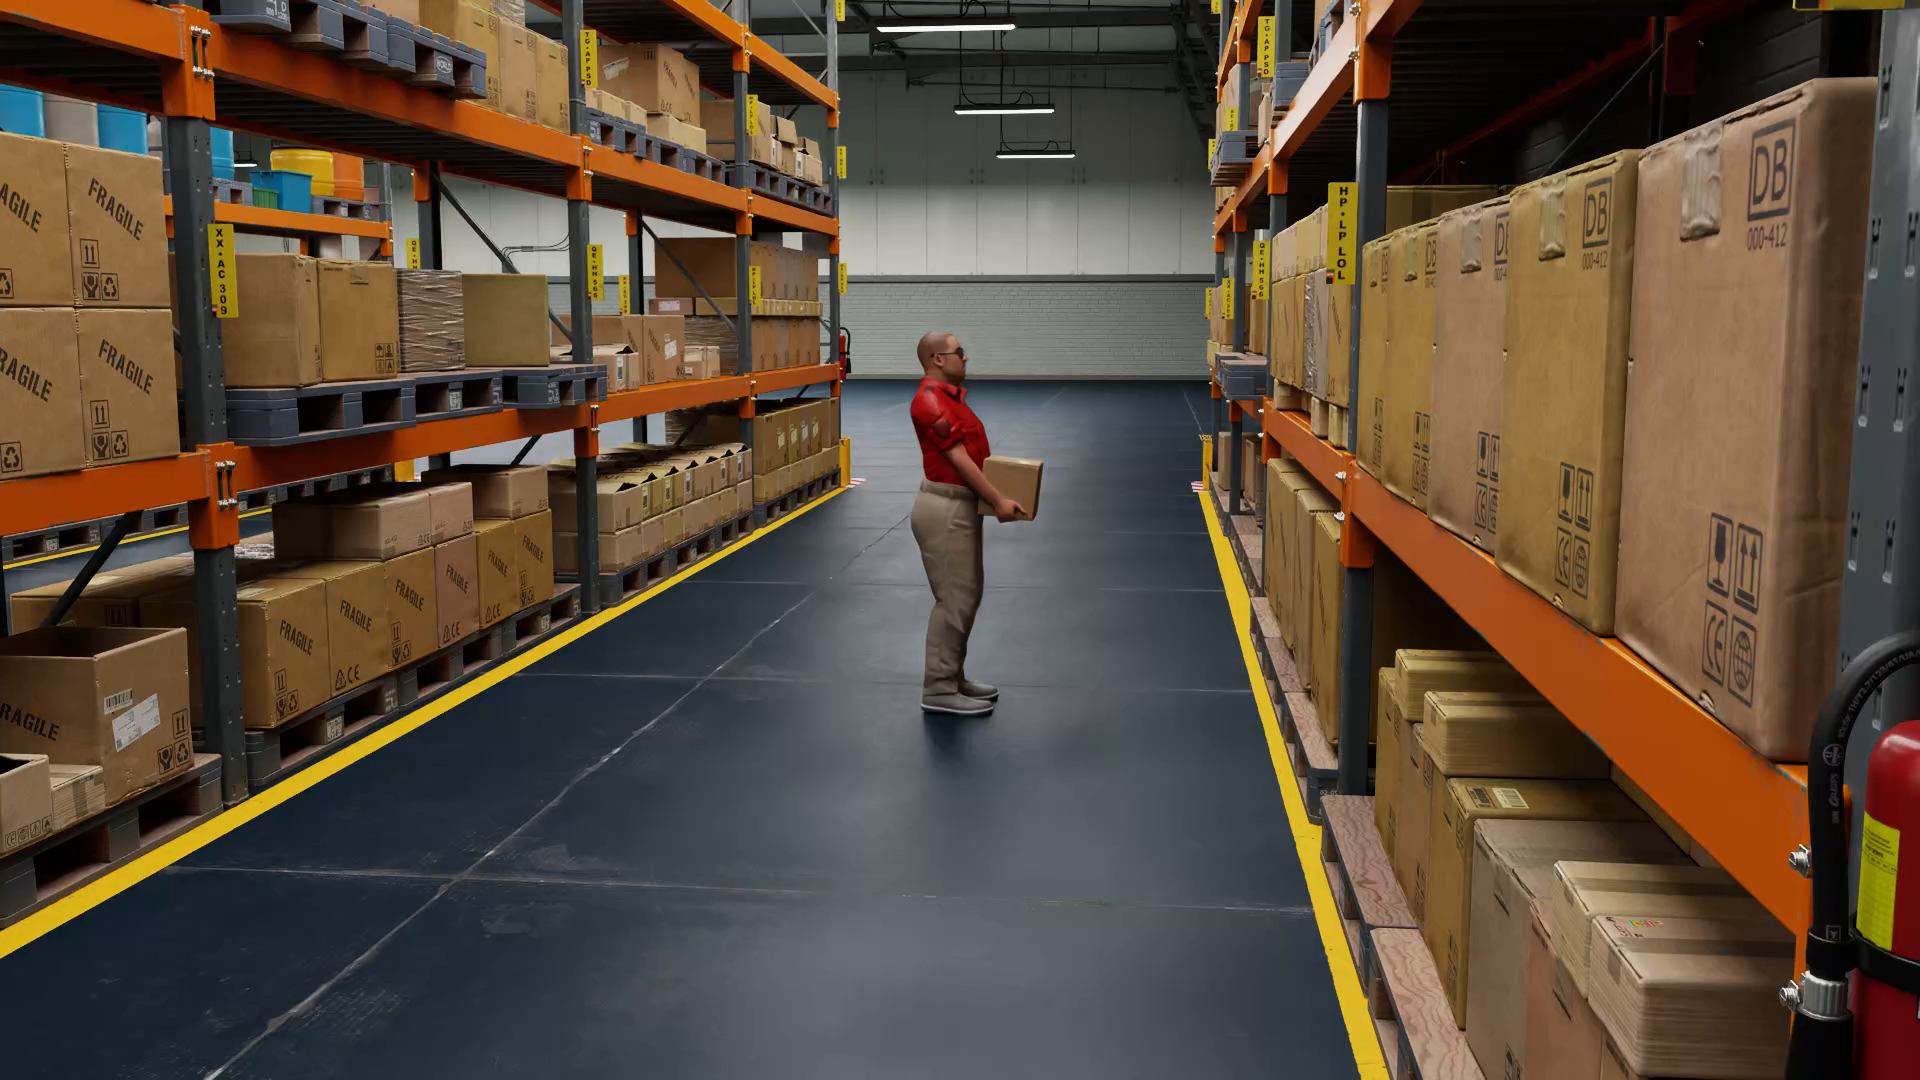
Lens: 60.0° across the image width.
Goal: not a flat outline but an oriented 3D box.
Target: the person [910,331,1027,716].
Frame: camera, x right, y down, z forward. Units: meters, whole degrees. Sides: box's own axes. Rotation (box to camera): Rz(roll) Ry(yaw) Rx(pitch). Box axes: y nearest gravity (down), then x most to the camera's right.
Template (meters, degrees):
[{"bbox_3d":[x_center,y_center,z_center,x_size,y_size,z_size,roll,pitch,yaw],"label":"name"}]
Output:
[{"bbox_3d":[0.056,-0.087,7.561,0.530,1.716,0.495,1,8,7],"label":"person"}]
